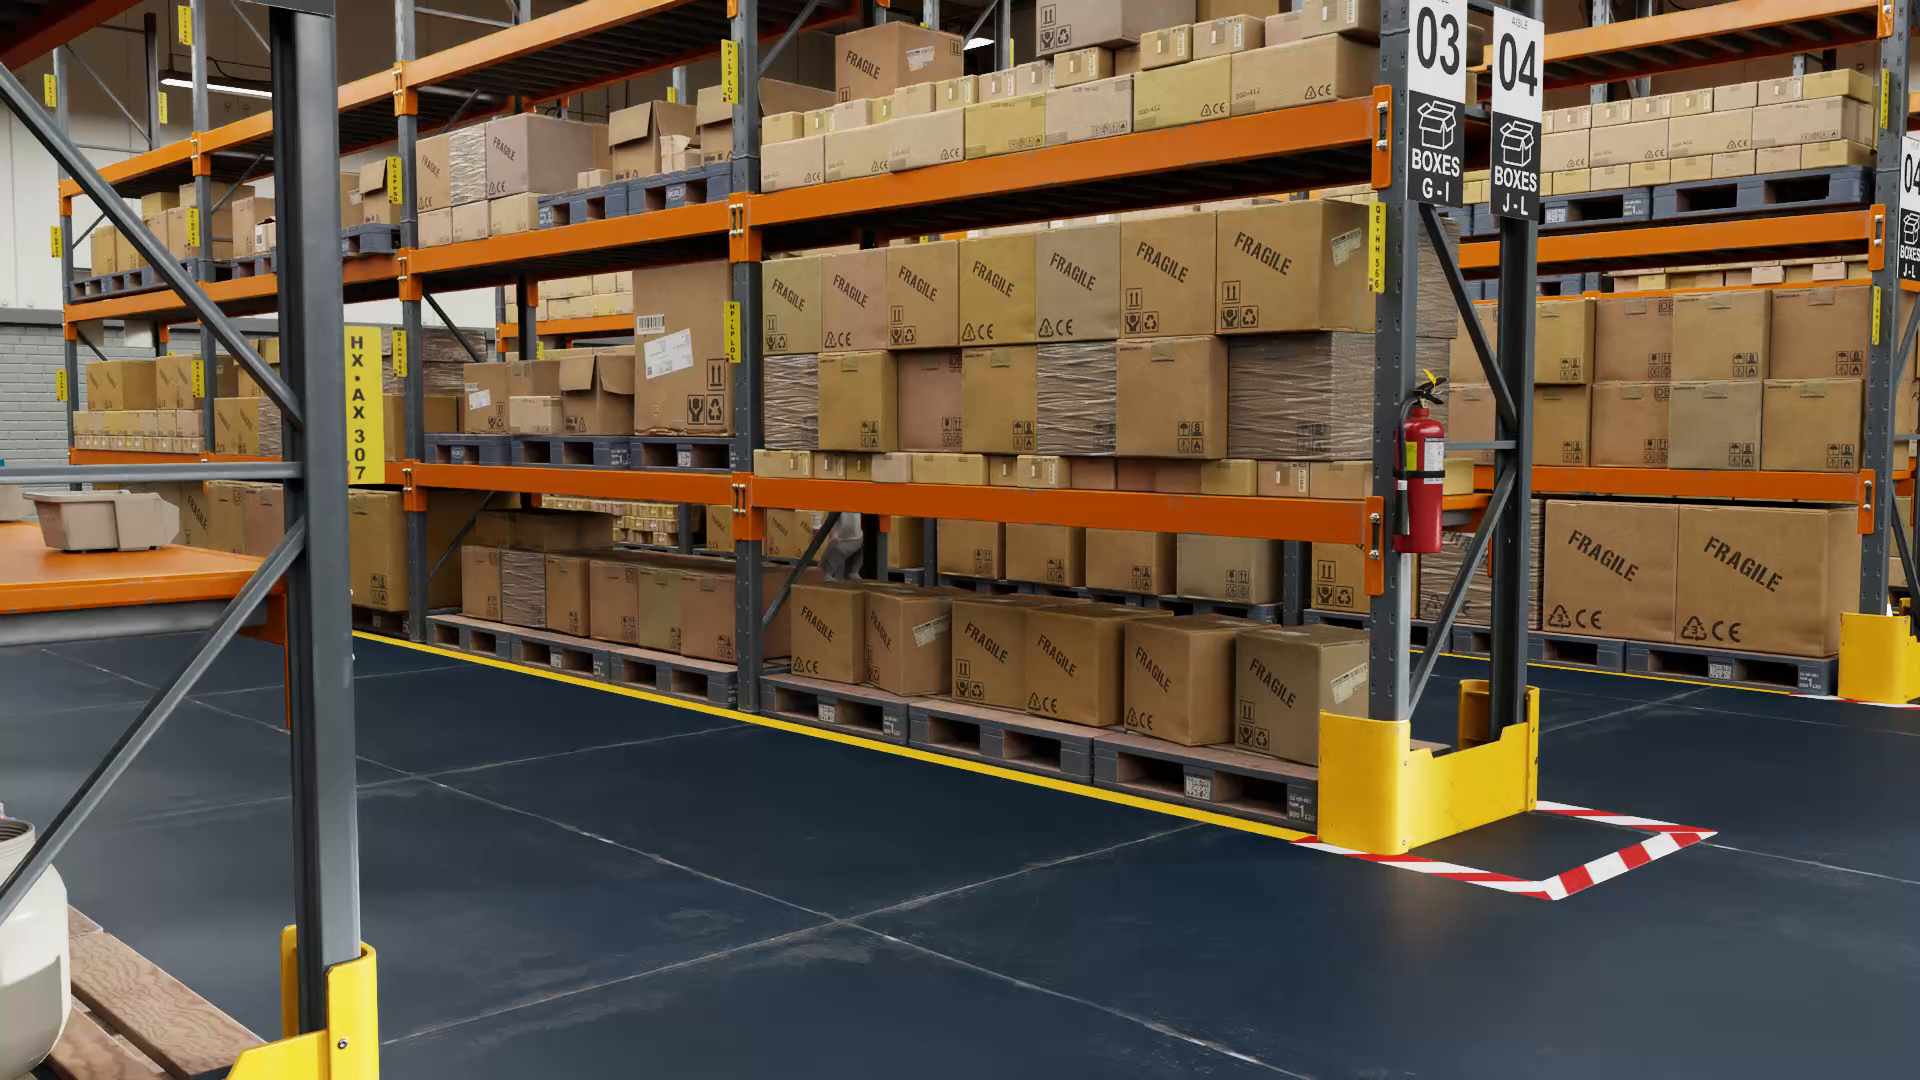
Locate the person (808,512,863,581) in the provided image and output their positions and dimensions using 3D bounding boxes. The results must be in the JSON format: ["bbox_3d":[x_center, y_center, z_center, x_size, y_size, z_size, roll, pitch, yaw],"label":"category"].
[{"bbox_3d":[-0.897,-0.046,12.674,0.439,1.347,0.560,-4,6,-43],"label":"person"}]
